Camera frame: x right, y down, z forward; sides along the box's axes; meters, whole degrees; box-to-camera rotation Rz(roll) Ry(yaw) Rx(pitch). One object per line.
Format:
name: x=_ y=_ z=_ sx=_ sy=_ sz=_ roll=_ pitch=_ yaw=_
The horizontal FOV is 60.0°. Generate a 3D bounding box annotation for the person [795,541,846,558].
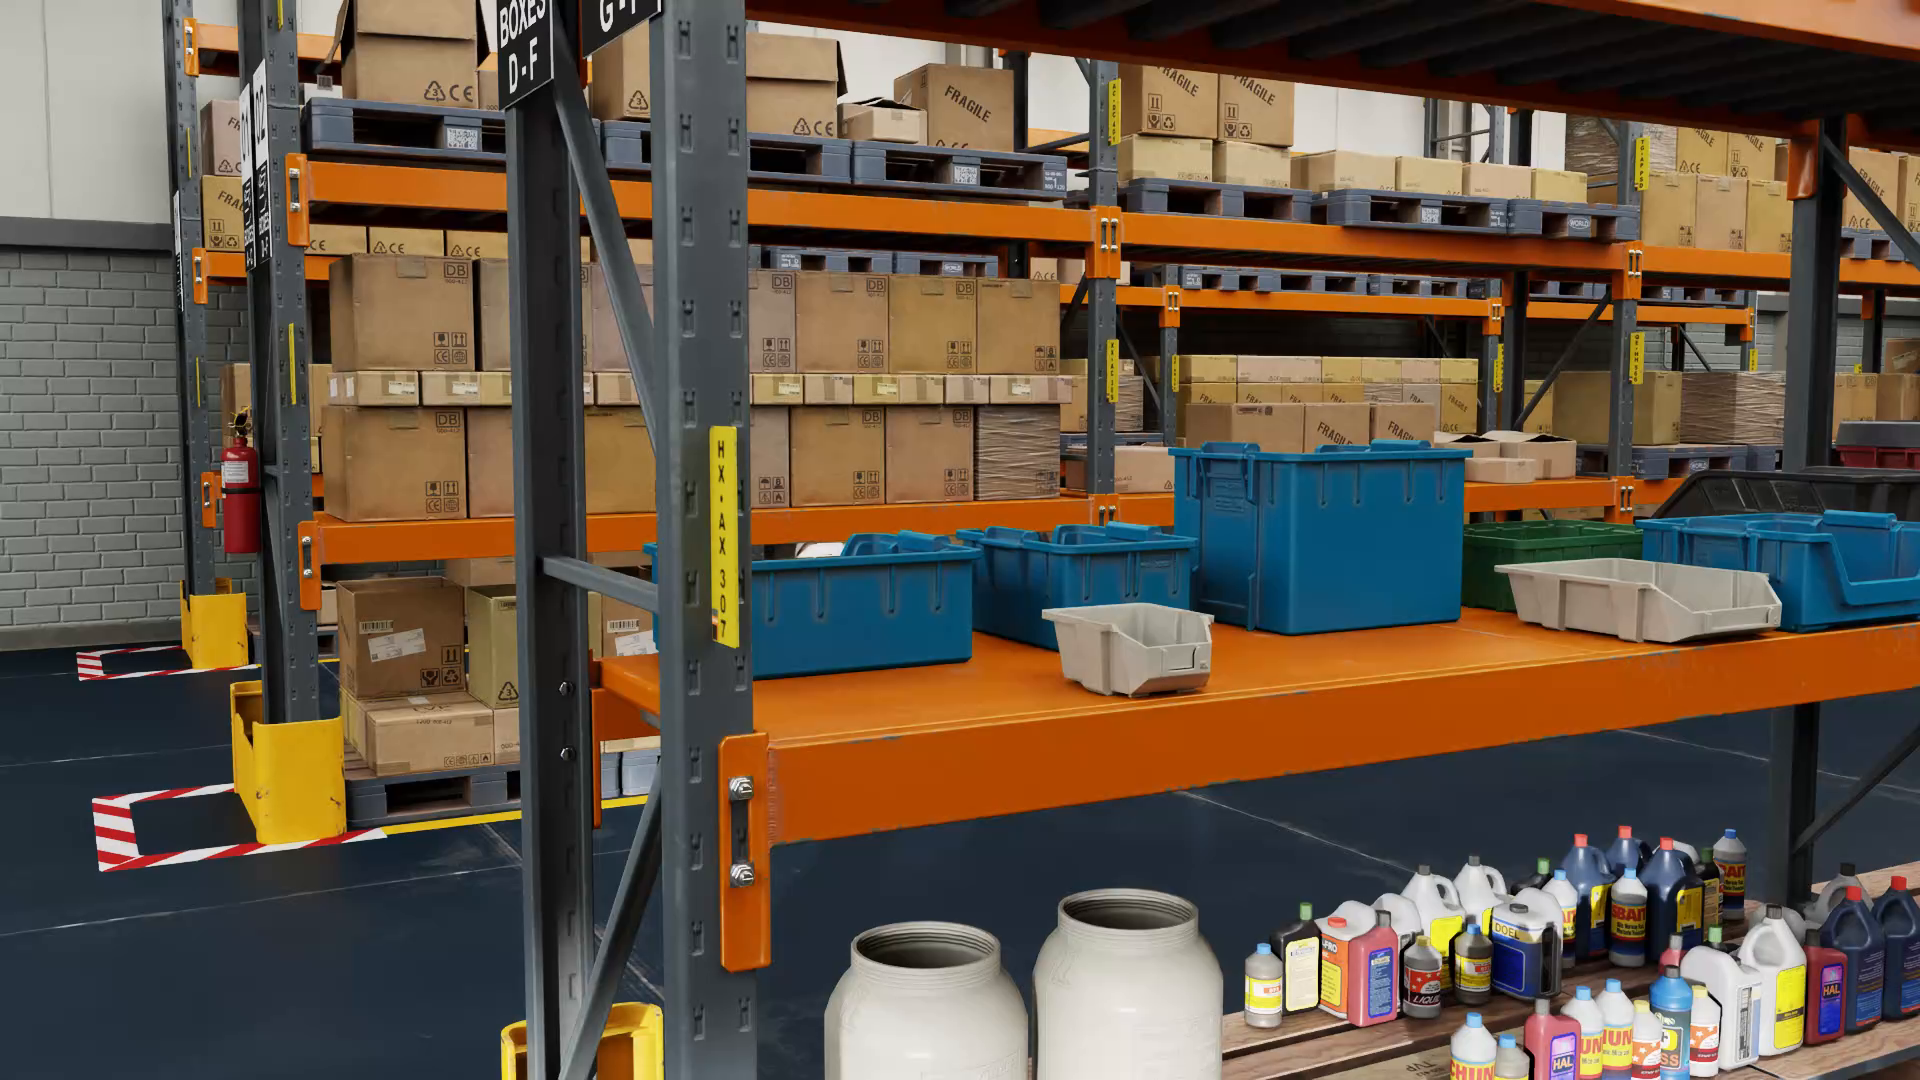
person: x=-0.927 y=0.417 z=12.093 sx=0.528 sy=0.806 sz=0.963 roll=-3 pitch=6 yaw=-30
